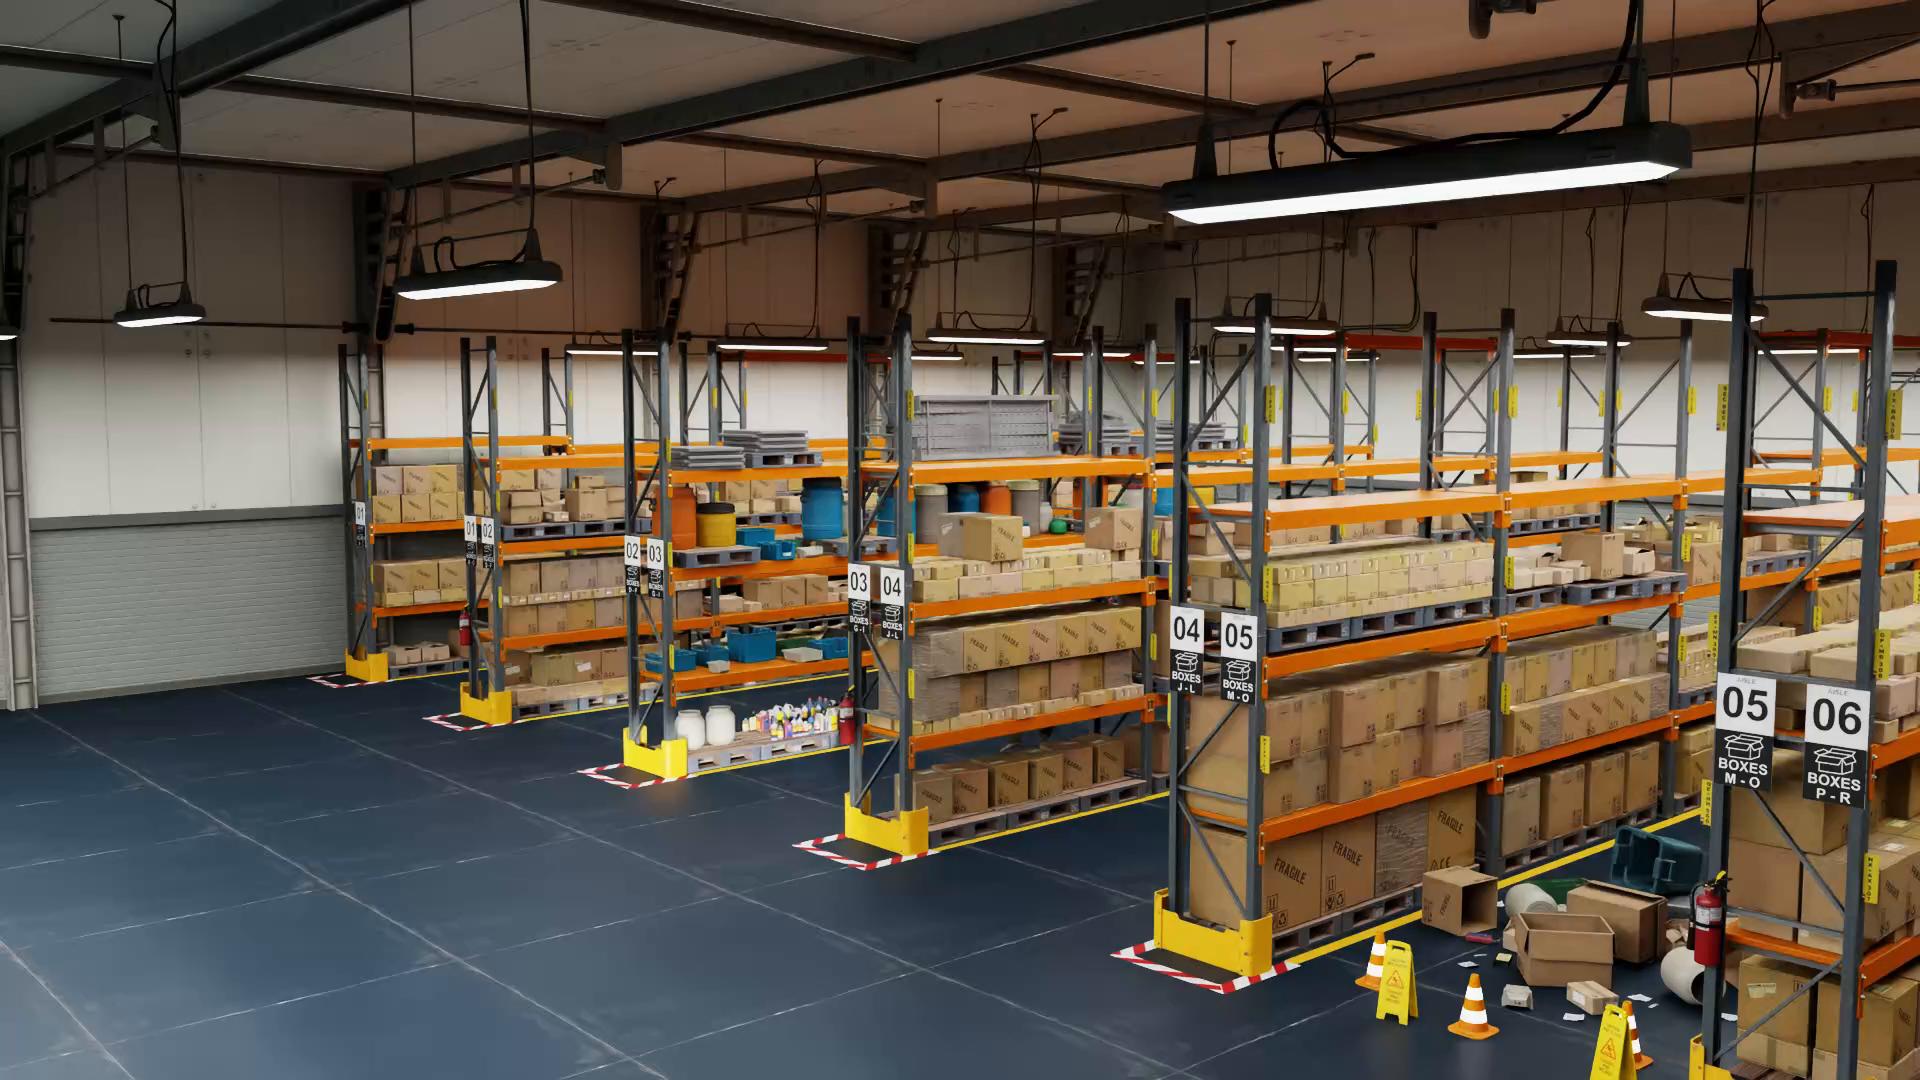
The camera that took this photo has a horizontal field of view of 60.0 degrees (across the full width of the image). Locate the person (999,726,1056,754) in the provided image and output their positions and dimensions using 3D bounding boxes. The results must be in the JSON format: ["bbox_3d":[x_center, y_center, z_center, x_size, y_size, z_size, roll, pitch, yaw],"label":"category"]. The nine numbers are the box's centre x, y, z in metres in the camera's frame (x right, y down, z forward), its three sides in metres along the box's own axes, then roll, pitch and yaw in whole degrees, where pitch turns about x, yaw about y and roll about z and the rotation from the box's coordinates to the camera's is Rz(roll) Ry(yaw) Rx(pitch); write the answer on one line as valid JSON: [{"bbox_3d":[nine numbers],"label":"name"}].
[{"bbox_3d":[1.013,2.217,23.909,1.114,1.617,0.707,-4,7,-40],"label":"person"}]

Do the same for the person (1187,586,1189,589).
[{"bbox_3d":[5.517,0.762,39.186,0.648,1.842,0.863,0,5,-1],"label":"person"}]
